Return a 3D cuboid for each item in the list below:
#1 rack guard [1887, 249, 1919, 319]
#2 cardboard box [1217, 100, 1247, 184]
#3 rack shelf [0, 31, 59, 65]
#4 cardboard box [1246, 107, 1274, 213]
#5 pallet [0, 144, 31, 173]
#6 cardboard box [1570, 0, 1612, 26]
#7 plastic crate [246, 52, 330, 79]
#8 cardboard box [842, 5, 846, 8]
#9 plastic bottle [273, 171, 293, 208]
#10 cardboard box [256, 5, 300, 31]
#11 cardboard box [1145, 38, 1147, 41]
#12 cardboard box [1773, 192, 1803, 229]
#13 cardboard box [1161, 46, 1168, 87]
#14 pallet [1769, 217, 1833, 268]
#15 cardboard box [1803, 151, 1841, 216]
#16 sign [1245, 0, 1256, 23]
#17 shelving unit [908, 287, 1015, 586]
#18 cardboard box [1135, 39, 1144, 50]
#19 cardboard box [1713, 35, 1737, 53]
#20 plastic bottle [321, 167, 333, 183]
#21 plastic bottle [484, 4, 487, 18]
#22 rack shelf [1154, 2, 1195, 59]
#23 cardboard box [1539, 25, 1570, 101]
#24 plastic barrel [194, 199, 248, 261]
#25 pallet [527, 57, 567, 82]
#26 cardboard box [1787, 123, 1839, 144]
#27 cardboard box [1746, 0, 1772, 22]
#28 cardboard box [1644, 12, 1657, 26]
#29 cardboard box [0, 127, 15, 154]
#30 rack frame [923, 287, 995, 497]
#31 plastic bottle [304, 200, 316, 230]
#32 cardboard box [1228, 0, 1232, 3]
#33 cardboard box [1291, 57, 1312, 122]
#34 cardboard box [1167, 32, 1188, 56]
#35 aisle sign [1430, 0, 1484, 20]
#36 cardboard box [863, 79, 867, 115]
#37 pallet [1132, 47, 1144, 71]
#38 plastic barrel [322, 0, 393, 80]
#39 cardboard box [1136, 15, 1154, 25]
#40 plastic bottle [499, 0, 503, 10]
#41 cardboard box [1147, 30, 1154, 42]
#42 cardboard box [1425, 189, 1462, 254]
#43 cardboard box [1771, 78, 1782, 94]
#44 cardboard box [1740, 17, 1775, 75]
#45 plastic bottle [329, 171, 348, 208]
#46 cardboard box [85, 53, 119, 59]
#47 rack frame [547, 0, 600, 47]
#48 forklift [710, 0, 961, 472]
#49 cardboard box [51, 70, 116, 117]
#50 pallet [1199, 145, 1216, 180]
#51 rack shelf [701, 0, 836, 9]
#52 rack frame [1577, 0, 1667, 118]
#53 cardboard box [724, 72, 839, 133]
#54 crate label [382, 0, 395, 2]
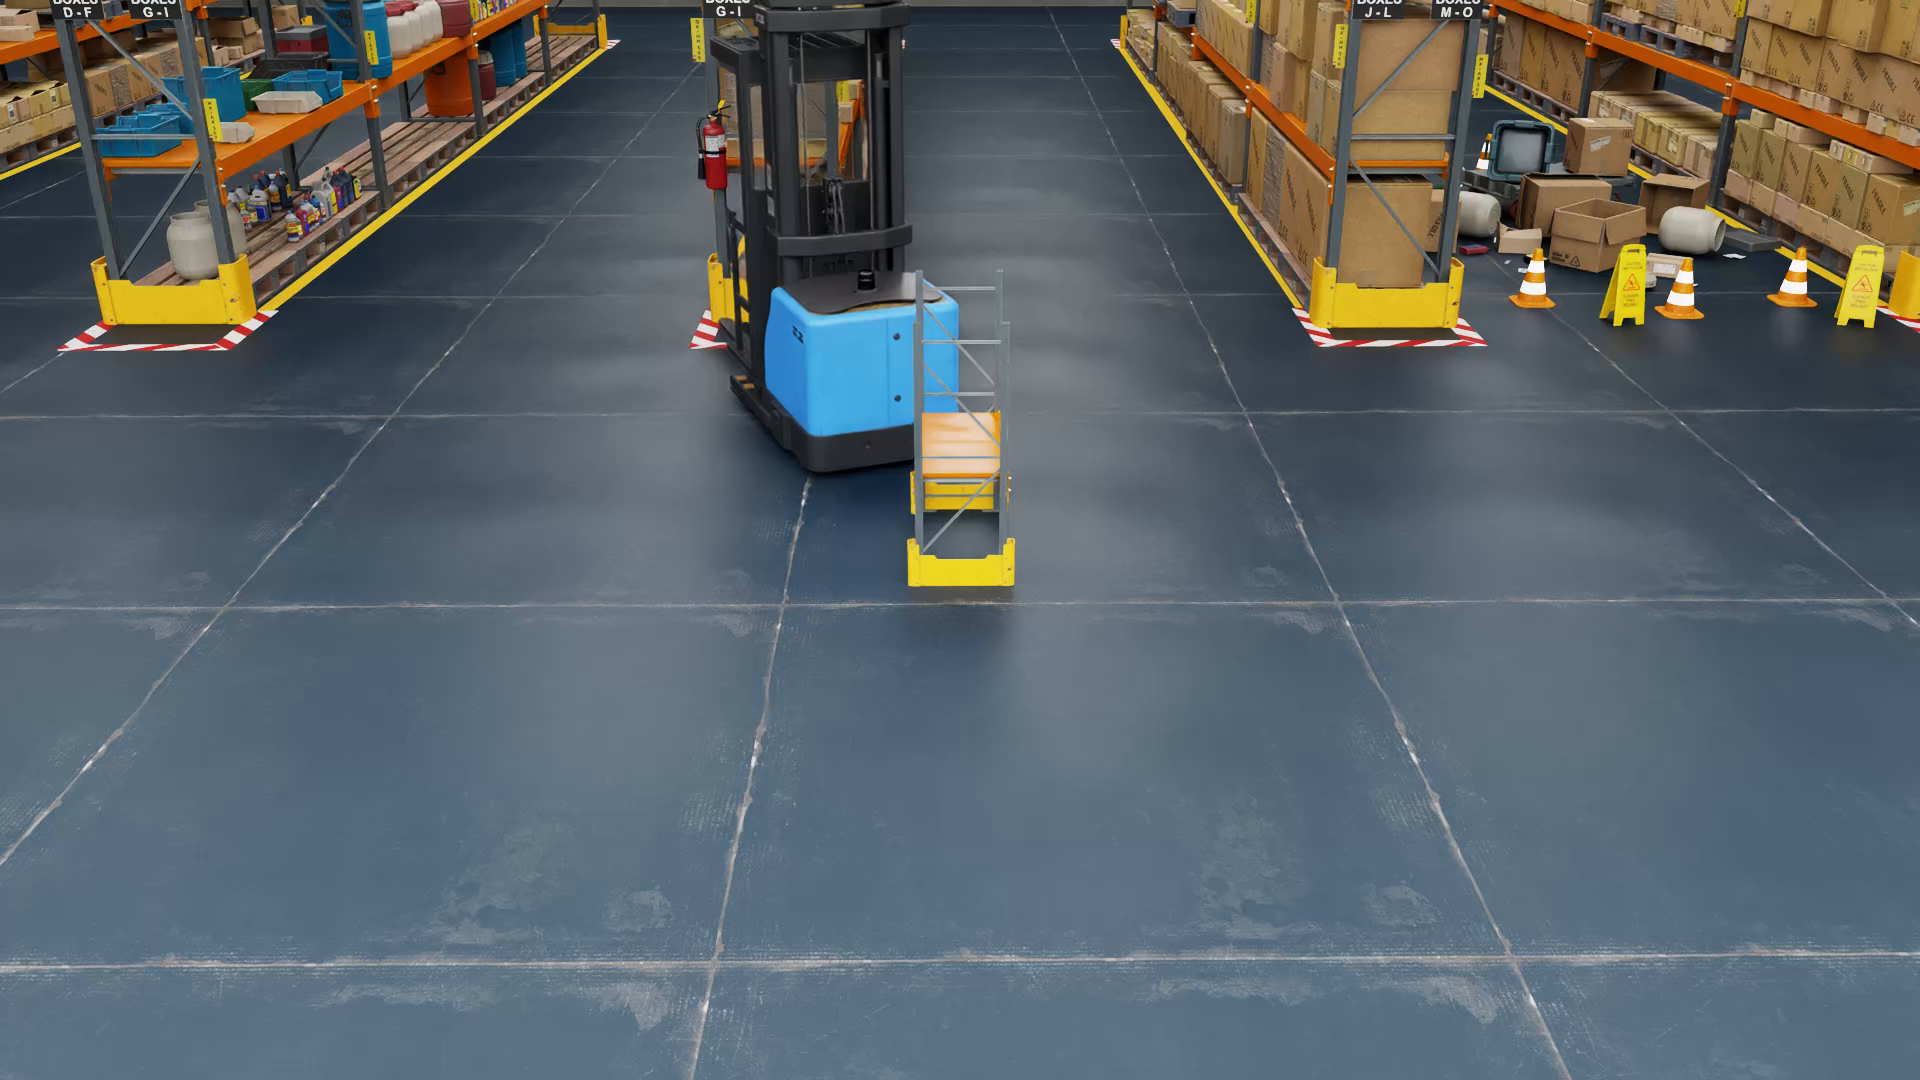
[{"bbox_3d":[8.436,-2.136,13.866,1.175,0.500,0.348,0,24,-1],"label":"rack guard"},{"bbox_3d":[3.348,-4.250,17.727,1.050,0.750,0.750,0,24,-1],"label":"cardboard box"},{"bbox_3d":[-11.444,-5.301,18.703,1.077,0.370,4.000,0,24,-1],"label":"rack shelf"},{"bbox_3d":[3.381,-3.792,16.563,0.875,0.875,0.875,0,24,0],"label":"cardboard box"},{"bbox_3d":[-11.486,-4.341,19.093,1.003,0.211,1.213,0,24,-1],"label":"pallet"},{"bbox_3d":[8.084,-6.679,21.060,0.500,0.250,0.500,-1,24,-2],"label":"cardboard box"},{"bbox_3d":[-6.591,-4.581,16.313,0.767,0.338,0.504,0,24,-1],"label":"plastic crate"},{"bbox_3d":[-1.205,-4.270,13.855,0.500,0.500,0.500,0,24,-1],"label":"cardboard box"},{"bbox_3d":[-6.731,-3.485,16.496,0.144,0.351,0.185,0,24,-1],"label":"plastic bottle"},{"bbox_3d":[-11.301,-8.588,27.597,0.500,0.500,0.500,0,24,-1],"label":"cardboard box"},{"bbox_3d":[3.073,-7.711,25.749,0.380,0.149,0.250,0,24,1],"label":"cardboard box"},{"bbox_3d":[8.155,-3.148,15.897,0.500,0.250,0.500,-1,24,-1],"label":"cardboard box"},{"bbox_3d":[3.107,-6.653,23.345,0.500,0.500,0.500,1,24,2],"label":"cardboard box"},{"bbox_3d":[8.452,-2.841,15.775,1.003,0.211,1.213,0,24,-1],"label":"pallet"},{"bbox_3d":[8.159,-3.276,15.270,0.500,0.500,0.500,-1,24,-2],"label":"cardboard box"},{"bbox_3d":[2.902,-5.313,16.549,0.100,0.325,0.005,0,24,-1],"label":"sign"},{"bbox_3d":[0.001,-0.652,9.371,0.587,1.500,1.083,0,24,-1],"label":"shelving unit"},{"bbox_3d":[3.000,-7.925,26.581,0.380,0.149,0.250,-1,24,-3],"label":"cardboard box"},{"bbox_3d":[8.111,-5.180,17.358,0.380,0.149,0.250,0,24,0],"label":"cardboard box"},{"bbox_3d":[-6.318,-3.554,16.649,0.144,0.351,0.185,0,24,-1],"label":"plastic bottle"},{"bbox_3d":[-6.175,-6.856,21.510,0.097,0.201,0.097,0,24,0],"label":"plastic bottle"},{"bbox_3d":[3.379,-6.973,22.400,1.077,0.370,4.000,0,24,-1],"label":"rack shelf"},{"bbox_3d":[8.419,-6.416,22.365,0.875,0.875,0.875,0,24,0],"label":"cardboard box"},{"bbox_3d":[-6.515,-2.712,14.616,0.421,0.512,0.421,0,24,0],"label":"plastic barrel"},{"bbox_3d":[-6.603,-7.154,25.312,1.003,0.211,1.213,0,24,-1],"label":"pallet"},{"bbox_3d":[8.084,-3.849,15.750,0.380,0.149,0.250,1,24,2],"label":"cardboard box"},{"bbox_3d":[8.181,-5.346,16.235,0.700,0.500,0.500,-1,24,-1],"label":"cardboard box"},{"bbox_3d":[8.156,-6.040,19.261,0.380,0.149,0.250,1,24,3],"label":"cardboard box"},{"bbox_3d":[-11.196,-4.544,18.984,0.500,0.250,0.500,0,24,0],"label":"cardboard box"},{"bbox_3d":[-0.003,-0.858,9.826,0.475,1.308,0.013,0,24,-1],"label":"rack frame"},{"bbox_3d":[-6.139,-3.065,15.664,0.097,0.271,0.097,0,24,0],"label":"plastic bottle"},{"bbox_3d":[3.410,-6.373,18.866,0.700,0.500,0.500,-1,24,-1],"label":"cardboard box"},{"bbox_3d":[3.483,-4.077,14.942,0.875,0.550,0.500,0,24,-1],"label":"cardboard box"},{"bbox_3d":[3.110,-6.783,22.722,0.500,0.250,0.500,1,24,1],"label":"cardboard box"},{"bbox_3d":[3.789,-4.336,12.543,0.394,0.787,0.004,0,24,-1],"label":"aisle sign"},{"bbox_3d":[-1.547,-6.003,21.453,1.225,0.875,0.875,-1,24,-3],"label":"cardboard box"},{"bbox_3d":[3.298,-7.635,26.374,1.003,0.211,1.213,0,24,-1],"label":"pallet"},{"bbox_3d":[-6.170,-5.214,17.030,0.600,0.901,0.708,0,24,-1],"label":"plastic barrel"},{"bbox_3d":[3.063,-8.400,26.910,0.380,0.149,0.250,-1,24,-3],"label":"cardboard box"},{"bbox_3d":[-6.207,-7.268,22.240,0.144,0.351,0.185,0,24,-1],"label":"plastic bottle"},{"bbox_3d":[3.041,-7.641,25.233,0.380,0.149,0.250,0,24,-1],"label":"cardboard box"},{"bbox_3d":[4.487,-3.055,15.896,0.500,0.500,0.500,4,25,9],"label":"cardboard box"},{"bbox_3d":[8.164,-4.433,16.217,0.380,0.149,0.250,0,24,-1],"label":"cardboard box"},{"bbox_3d":[8.119,-4.891,16.441,0.500,0.500,0.500,0,24,-1],"label":"cardboard box"},{"bbox_3d":[-6.172,-3.476,16.475,0.144,0.351,0.185,-1,24,-3],"label":"plastic bottle"},{"bbox_3d":[-11.728,-6.328,22.601,0.500,0.500,0.500,-1,24,-3],"label":"cardboard box"},{"bbox_3d":[-6.600,-9.770,27.712,1.000,3.000,0.127,0,24,-1],"label":"rack frame"},{"bbox_3d":[-1.013,-2.343,11.374,1.130,2.935,3.031,-9,26,-20],"label":"forklift"},{"bbox_3d":[-11.185,-5.703,21.219,0.500,0.500,0.500,1,24,2],"label":"cardboard box"},{"bbox_3d":[3.344,-4.379,19.176,1.003,0.211,1.213,0,24,-1],"label":"pallet"},{"bbox_3d":[-1.495,-5.062,14.536,1.077,0.370,4.000,0,24,-1],"label":"rack shelf"},{"bbox_3d":[8.349,-6.540,20.571,1.000,3.000,0.127,0,24,-1],"label":"rack frame"},{"bbox_3d":[-1.451,-3.607,13.603,0.875,0.500,0.500,0,24,-1],"label":"cardboard box"},{"bbox_3d":[-6.772,-6.079,19.508,0.502,0.435,0.616,0,24,-1],"label":"crate label"}]
